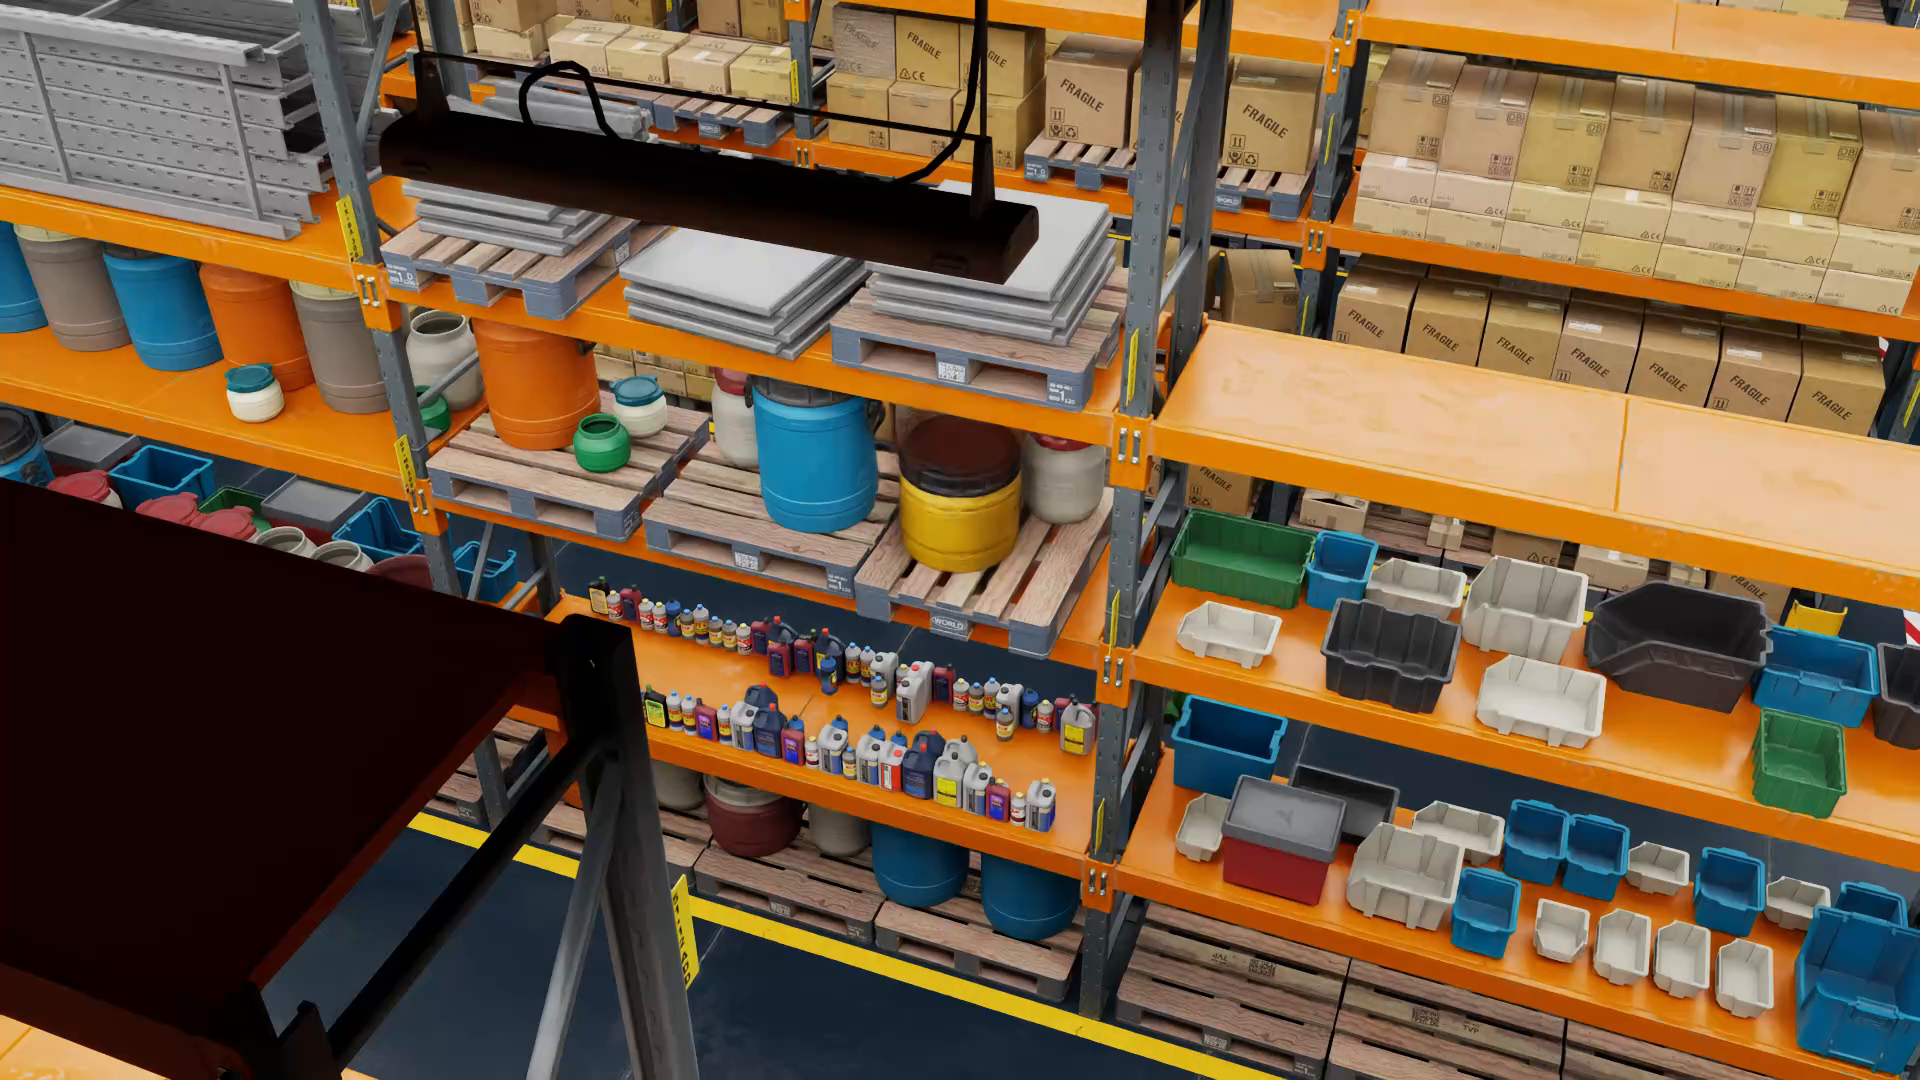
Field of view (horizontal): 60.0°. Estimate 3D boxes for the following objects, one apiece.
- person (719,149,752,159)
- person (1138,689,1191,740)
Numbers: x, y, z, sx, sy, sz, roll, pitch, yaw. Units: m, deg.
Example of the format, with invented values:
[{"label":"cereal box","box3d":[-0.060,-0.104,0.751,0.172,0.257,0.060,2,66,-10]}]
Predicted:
[{"label":"person","box3d":[-2.200,-3.462,16.622,1.058,1.730,0.568,2,37,3]},{"label":"person","box3d":[1.547,0.658,10.738,0.676,1.601,0.588,28,45,33]}]
